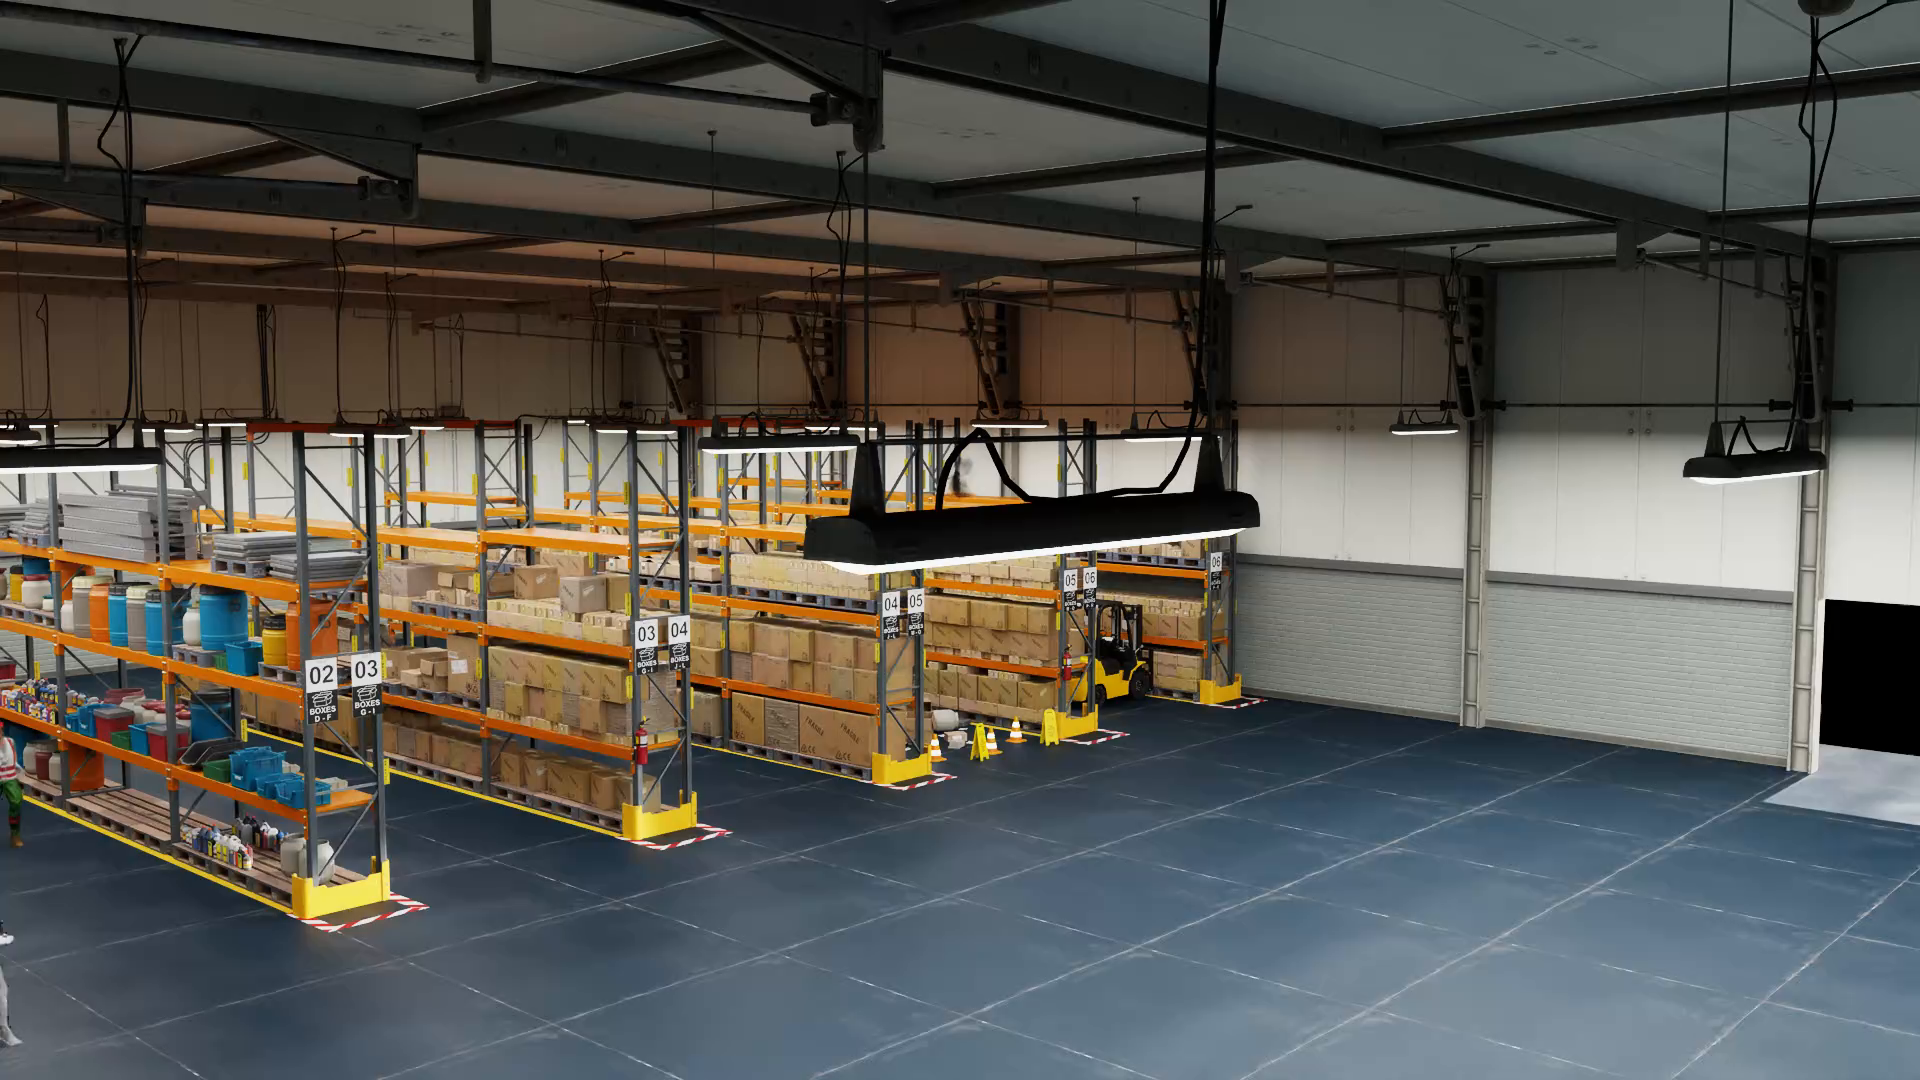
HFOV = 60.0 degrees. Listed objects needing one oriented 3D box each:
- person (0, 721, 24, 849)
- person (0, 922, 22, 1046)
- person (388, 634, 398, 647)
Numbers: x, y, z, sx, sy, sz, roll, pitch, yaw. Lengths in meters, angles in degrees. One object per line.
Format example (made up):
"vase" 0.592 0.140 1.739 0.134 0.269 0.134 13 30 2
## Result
"person" -13.754 3.484 23.829 0.799 1.845 0.633 4 6 38
"person" -9.665 4.159 16.312 0.754 1.754 0.628 -1 5 -12
"person" -11.480 2.744 33.470 0.668 1.733 0.703 4 6 39
